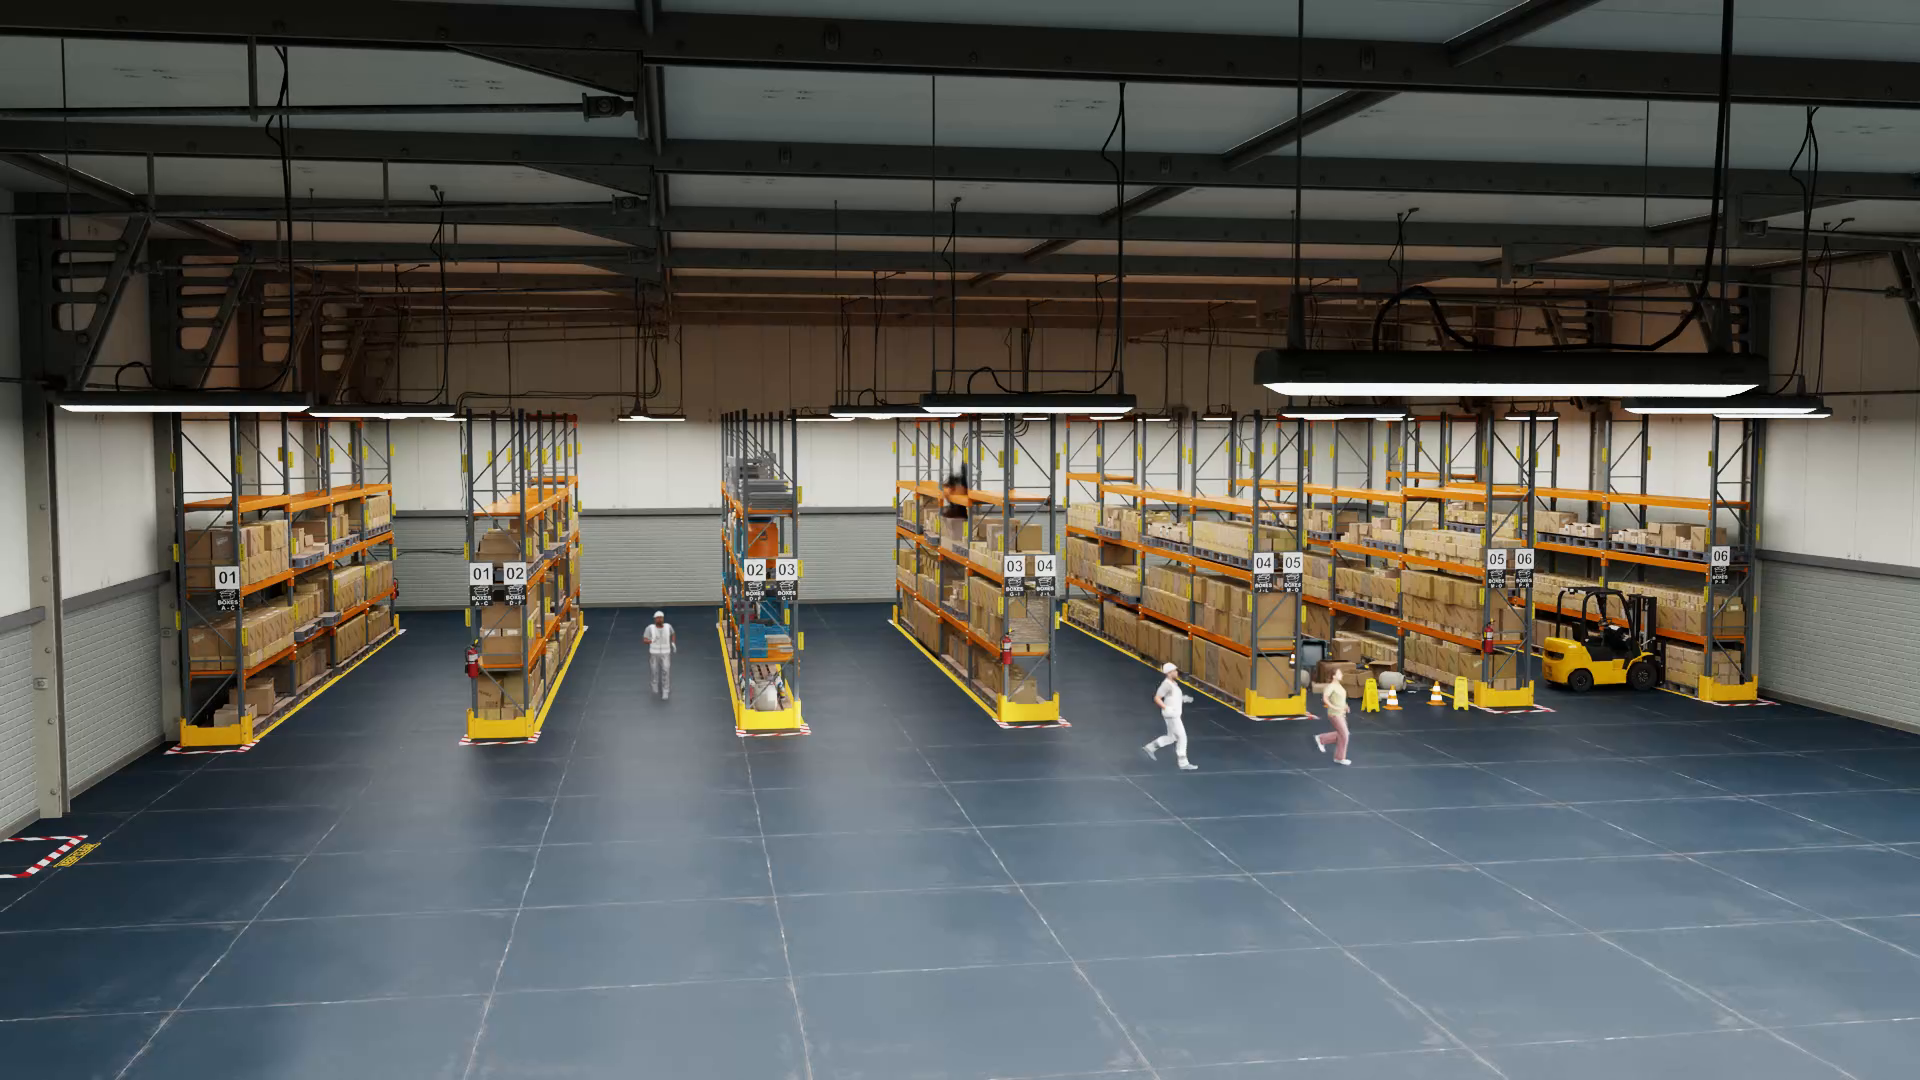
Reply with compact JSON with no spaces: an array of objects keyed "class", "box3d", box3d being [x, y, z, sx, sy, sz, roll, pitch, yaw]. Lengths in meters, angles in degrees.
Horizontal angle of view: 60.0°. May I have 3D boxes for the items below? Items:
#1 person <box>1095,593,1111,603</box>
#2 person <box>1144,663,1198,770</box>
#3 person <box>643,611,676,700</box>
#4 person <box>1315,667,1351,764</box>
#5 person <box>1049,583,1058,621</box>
[{"class":"person","box3d":[4.256,1.492,49.933,0.647,1.553,0.707,3,5,37]},{"class":"person","box3d":[3.484,2.914,27.536,0.928,1.766,0.669,1,4,17]},{"class":"person","box3d":[-6.271,2.377,34.741,0.678,1.784,0.972,-1,4,-14]},{"class":"person","box3d":[6.302,2.957,28.111,0.648,1.637,0.581,2,5,30]},{"class":"person","box3d":[2.332,1.717,44.950,0.709,1.737,0.757,-1,4,-10]}]
